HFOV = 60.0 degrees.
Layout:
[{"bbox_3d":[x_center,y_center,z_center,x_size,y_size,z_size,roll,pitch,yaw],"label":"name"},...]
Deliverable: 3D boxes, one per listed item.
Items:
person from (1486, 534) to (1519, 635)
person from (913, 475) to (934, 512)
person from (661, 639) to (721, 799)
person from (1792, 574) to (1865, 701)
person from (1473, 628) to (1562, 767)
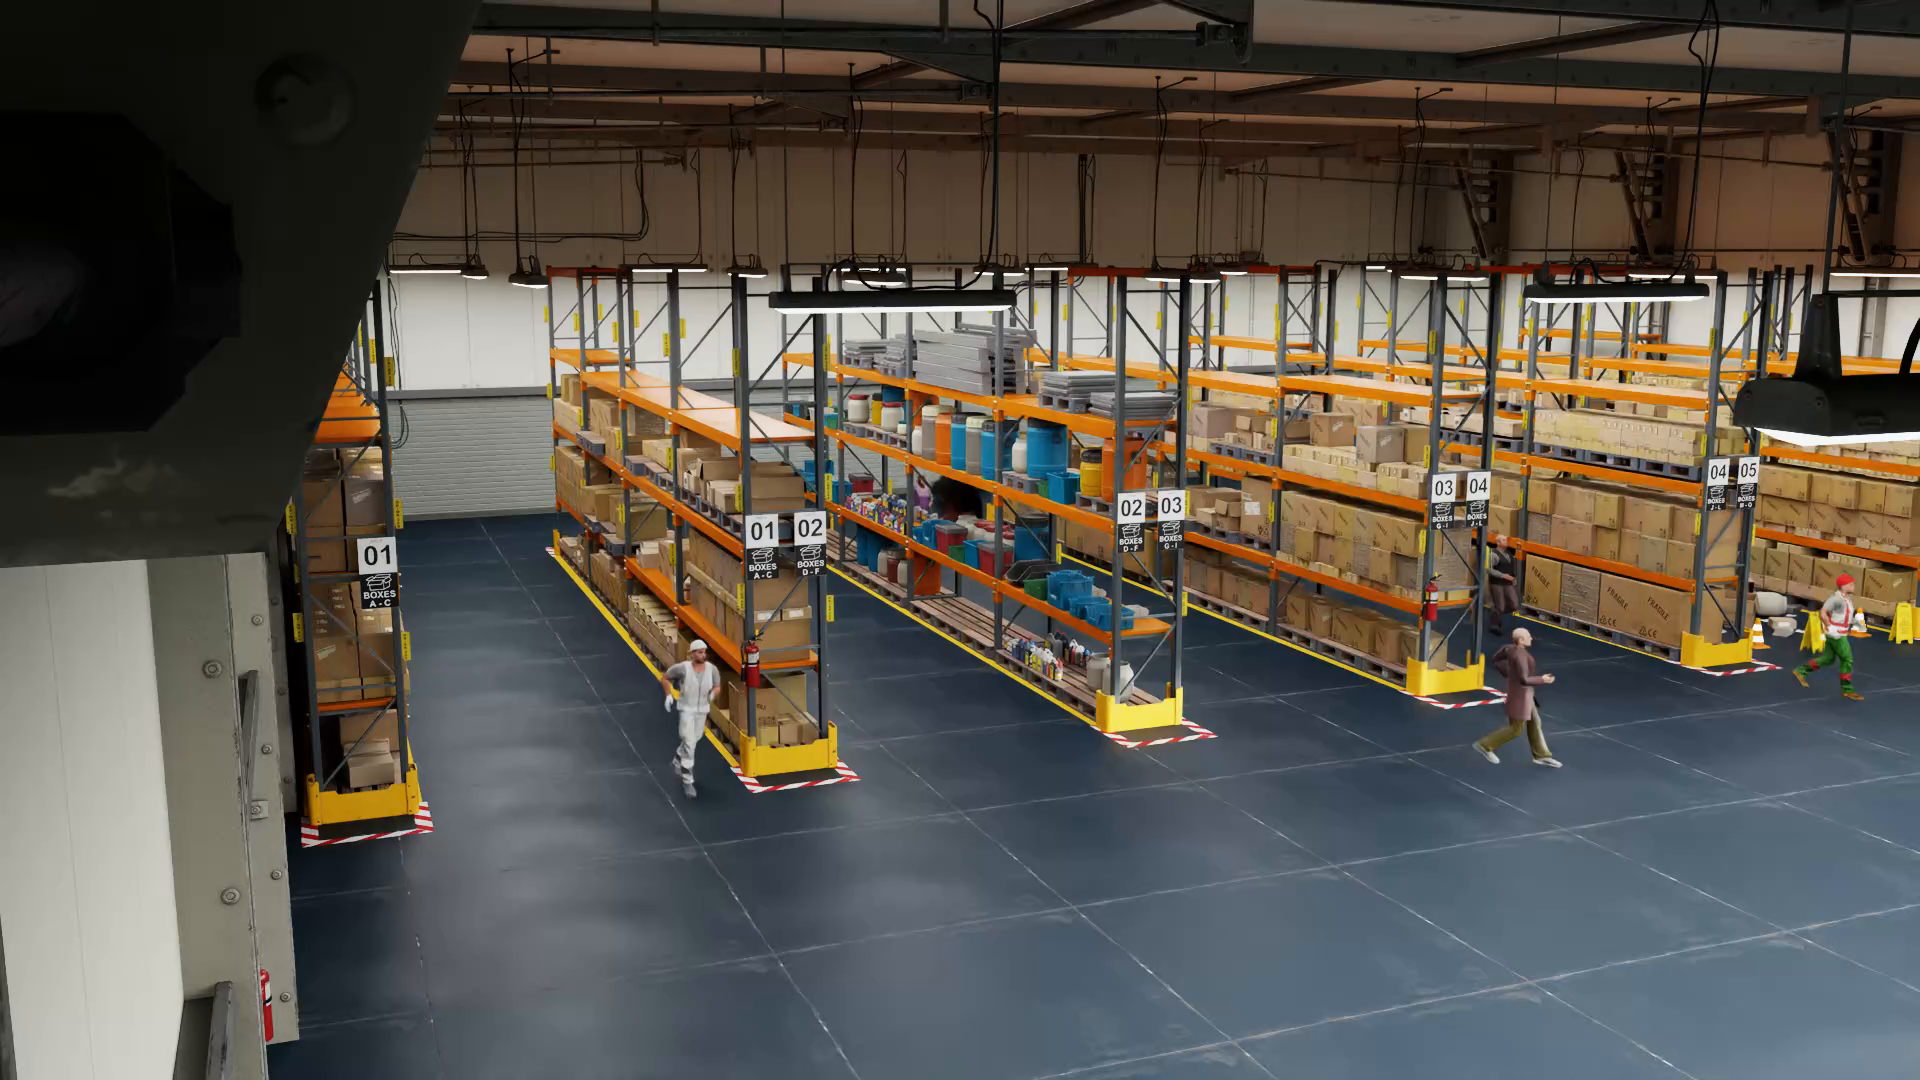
[{"bbox_3d":[8.993,0.747,27.529,0.653,1.680,0.568,-6,11,-30],"label":"person"},{"bbox_3d":[-0.827,-0.577,35.343,0.556,1.616,0.779,-4,11,-24],"label":"person"},{"bbox_3d":[-3.155,2.057,19.746,0.686,1.791,0.885,-7,12,-33],"label":"person"},{"bbox_3d":[12.467,1.354,23.756,0.963,1.787,0.625,6,12,31],"label":"person"},{"bbox_3d":[6.875,1.934,20.386,1.109,1.764,0.724,1,10,7],"label":"person"}]
